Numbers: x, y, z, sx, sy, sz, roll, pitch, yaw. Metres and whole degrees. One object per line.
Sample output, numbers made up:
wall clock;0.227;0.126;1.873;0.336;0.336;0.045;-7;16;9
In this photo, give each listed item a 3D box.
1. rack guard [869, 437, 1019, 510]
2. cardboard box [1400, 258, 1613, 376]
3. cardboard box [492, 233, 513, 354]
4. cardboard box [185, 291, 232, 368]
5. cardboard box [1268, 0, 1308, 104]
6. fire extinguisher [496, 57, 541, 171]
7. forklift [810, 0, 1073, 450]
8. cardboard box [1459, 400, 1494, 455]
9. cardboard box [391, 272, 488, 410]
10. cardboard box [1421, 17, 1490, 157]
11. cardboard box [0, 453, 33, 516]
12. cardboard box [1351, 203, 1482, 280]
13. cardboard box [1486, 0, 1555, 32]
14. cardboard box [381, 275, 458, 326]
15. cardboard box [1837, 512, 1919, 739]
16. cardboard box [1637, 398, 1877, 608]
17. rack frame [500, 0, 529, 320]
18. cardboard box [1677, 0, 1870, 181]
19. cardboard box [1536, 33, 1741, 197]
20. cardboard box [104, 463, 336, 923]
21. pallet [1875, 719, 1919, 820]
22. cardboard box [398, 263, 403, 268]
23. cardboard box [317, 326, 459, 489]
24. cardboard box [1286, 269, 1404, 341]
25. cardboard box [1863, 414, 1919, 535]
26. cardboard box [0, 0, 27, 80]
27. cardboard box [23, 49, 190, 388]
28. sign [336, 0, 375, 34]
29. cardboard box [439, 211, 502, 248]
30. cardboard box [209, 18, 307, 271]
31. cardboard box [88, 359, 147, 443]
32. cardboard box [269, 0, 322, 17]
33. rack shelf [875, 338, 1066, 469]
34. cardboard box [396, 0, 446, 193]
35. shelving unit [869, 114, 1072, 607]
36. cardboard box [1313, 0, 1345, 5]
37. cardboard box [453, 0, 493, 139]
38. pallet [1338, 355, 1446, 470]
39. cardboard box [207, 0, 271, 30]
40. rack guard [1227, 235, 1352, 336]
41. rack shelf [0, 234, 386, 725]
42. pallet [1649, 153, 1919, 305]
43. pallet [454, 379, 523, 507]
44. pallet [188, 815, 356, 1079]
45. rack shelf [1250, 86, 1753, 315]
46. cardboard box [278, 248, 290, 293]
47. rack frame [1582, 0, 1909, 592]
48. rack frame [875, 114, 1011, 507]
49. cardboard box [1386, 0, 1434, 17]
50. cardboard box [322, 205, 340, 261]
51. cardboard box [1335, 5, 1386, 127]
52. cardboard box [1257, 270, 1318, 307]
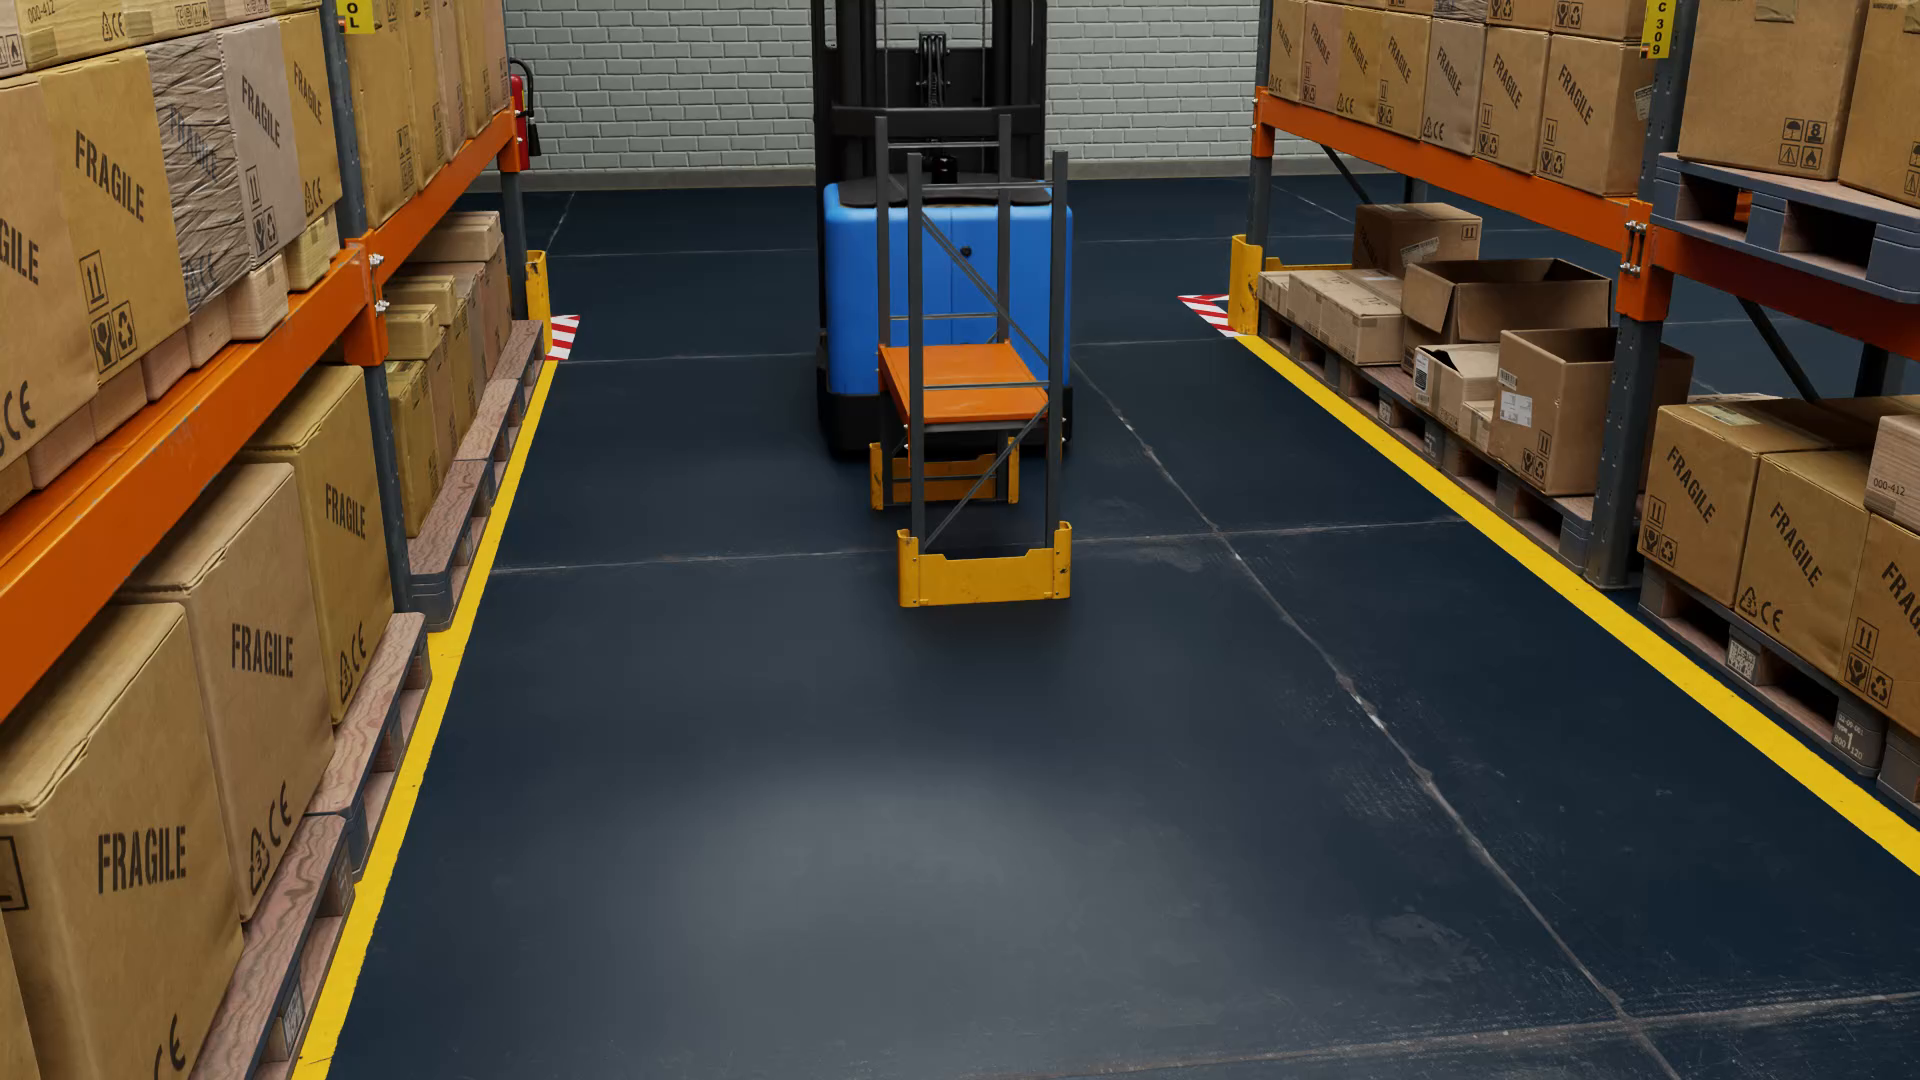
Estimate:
rack guard;-0.061;-0.263;6.563;0.587;0.250;0.087;-3;21;-8
cardboard box;2.416;-0.959;7.435;0.797;0.503;0.637;-3;21;-8
cardboard box;-2.587;-1.194;8.098;0.700;0.500;0.500;-3;21;-8
cardboard box;-1.763;-0.455;3.477;0.380;0.149;0.250;-3;21;-8
cardboard box;1.918;-2.537;8.577;0.500;0.500;0.500;-2;21;-7
fire extinguisher;-2.352;-2.270;8.650;0.296;0.674;0.183;-3;21;-8
forklift;-0.166;-2.226;7.987;1.130;2.935;3.031;-2;21;-5
cardboard box;2.215;-0.452;6.585;0.380;0.149;0.250;-3;21;-8
cardboard box;-2.441;-0.847;7.168;0.700;0.500;0.500;-4;21;-10
cardboard box;2.214;-1.835;6.699;0.500;0.500;0.500;-2;21;-7
cardboard box;-1.665;-0.097;2.519;0.380;0.149;0.250;-3;21;-7
cardboard box;2.437;-1.516;8.932;0.500;0.500;0.500;-3;21;-8
cardboard box;2.286;-2.126;6.050;0.500;0.500;0.500;-3;21;-9
cardboard box;-2.160;-0.923;6.445;0.380;0.149;0.250;-4;21;-9
cardboard box;2.673;0.231;4.256;0.500;0.500;0.500;-3;21;-7
cardboard box;2.520;-0.127;5.213;0.500;0.500;0.500;-4;21;-10
rack frame;-2.786;-2.405;8.370;1.000;3.000;0.127;-3;21;-8
cardboard box;2.538;-1.340;4.774;0.700;0.500;0.500;-10;23;-26
cardboard box;2.366;-1.479;5.745;0.500;0.500;0.500;-3;21;-7
cardboard box;-1.856;0.316;3.556;0.750;0.750;0.750;-2;21;-6
pallet;3.025;0.738;3.939;1.003;0.211;1.213;-3;21;-8
cardboard box;-2.693;-1.269;7.372;0.380;0.149;0.250;-3;21;-7
cardboard box;-2.285;-0.484;6.199;0.700;0.500;0.500;-3;21;-8
cardboard box;1.985;-1.199;8.440;0.500;0.250;0.500;-3;21;-8
cardboard box;2.664;-0.132;4.155;0.500;0.250;0.500;-3;21;-8
cardboard box;-1.598;-0.712;2.166;0.500;0.250;0.500;-3;21;-7
cardboard box;-1.670;-0.546;2.794;0.500;0.500;0.500;-2;21;-6
sign;-1.674;-1.557;4.555;0.100;0.325;0.005;-3;21;-8
cardboard box;-2.388;-1.462;7.890;0.380;0.149;0.250;-3;21;-8
cardboard box;-1.811;-0.893;3.723;0.500;0.500;0.500;-3;21;-7
cardboard box;-1.714;-0.275;2.995;0.380;0.149;0.250;-2;21;-6
cardboard box;-1.889;-1.419;4.059;0.500;0.250;0.500;-2;21;-6
rack shelf;0.012;-0.505;5.938;0.538;0.185;1.000;-3;21;-8
cardboard box;-2.372;-1.603;5.791;0.980;0.700;0.700;-3;21;-9
shelving unit;0.011;-0.676;5.883;0.587;1.500;1.083;-3;21;-8
cardboard box;2.001;-2.824;7.919;0.500;0.500;0.500;-3;21;-7
cardboard box;-2.587;-2.119;7.173;0.980;0.700;0.700;-3;21;-8
pallet;2.414;-0.626;7.592;1.003;0.211;1.213;-3;21;-8
cardboard box;-1.825;-1.241;3.584;0.500;0.250;0.500;-2;21;-7
rack guard;2.126;-1.459;9.409;1.175;0.500;0.348;-3;21;-8
rack shelf;-1.922;0.009;2.933;1.077;0.370;4.000;-3;21;-8
pallet;2.699;-0.900;4.612;1.003;0.211;1.213;-3;21;-8
pallet;-2.421;-0.405;6.998;1.003;0.211;1.213;-3;21;-8
pallet;-1.845;0.972;3.311;1.003;0.211;1.213;-3;21;-8
rack shelf;2.403;-1.627;7.314;1.077;0.370;4.000;-3;21;-8
cardboard box;-1.829;-0.631;3.950;0.380;0.149;0.250;-2;21;-6
rack frame;2.692;-1.272;5.334;1.000;3.000;0.127;-3;21;-8
rack frame;-0.061;-0.849;6.346;0.500;1.500;0.032;-3;21;-8
cardboard box;2.142;-2.475;6.984;0.500;0.500;0.500;-3;21;-8
cardboard box;-1.881;-0.809;4.427;0.380;0.149;0.250;-3;21;-7
cardboard box;2.067;-2.184;7.634;0.500;0.500;0.500;-3;21;-8
cardboard box;1.835;-1.365;9.029;0.380;0.149;0.250;-3;21;-8
